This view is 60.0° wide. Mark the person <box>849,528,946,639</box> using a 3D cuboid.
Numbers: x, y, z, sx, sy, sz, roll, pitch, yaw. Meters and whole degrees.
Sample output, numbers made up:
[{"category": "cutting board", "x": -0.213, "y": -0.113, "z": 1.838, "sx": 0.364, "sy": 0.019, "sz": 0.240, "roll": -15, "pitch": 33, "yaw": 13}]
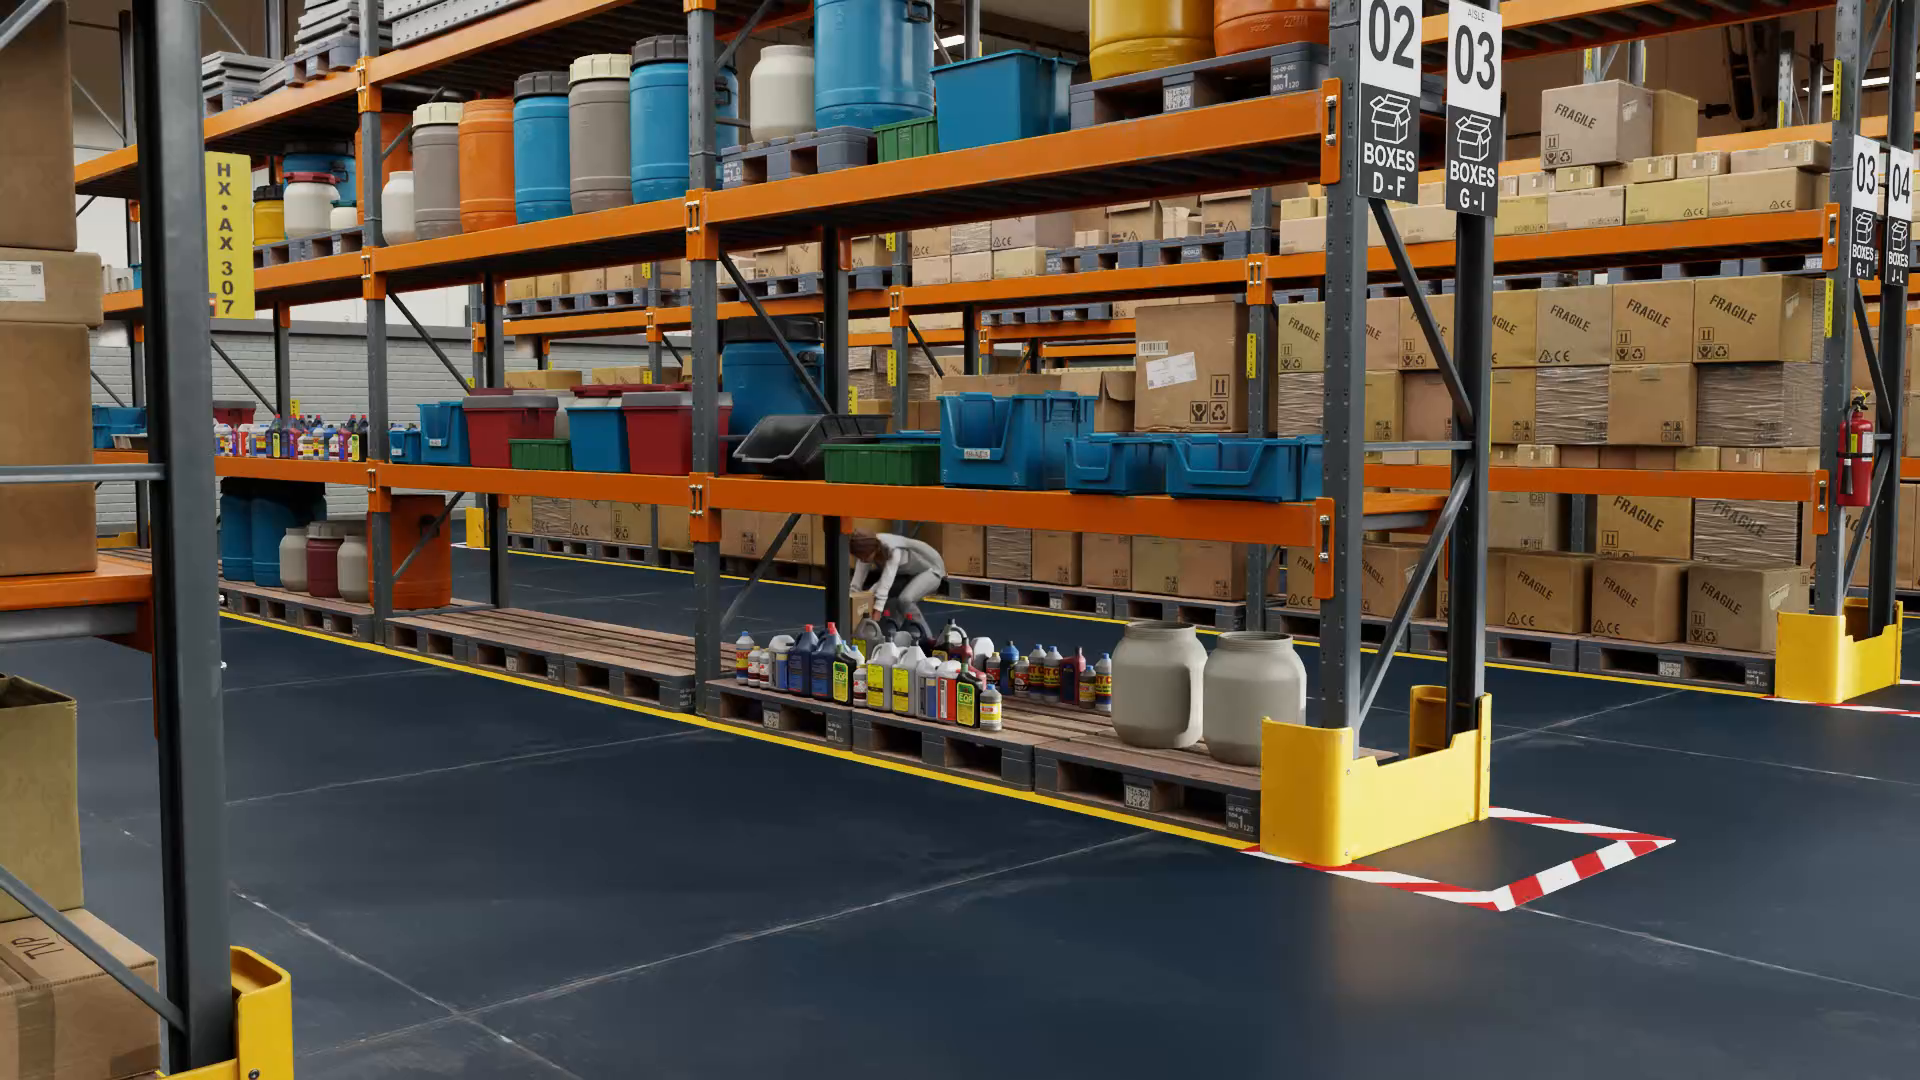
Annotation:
[{"category": "person", "x": -0.447, "y": 0.353, "z": 11.295, "sx": 0.425, "sy": 0.893, "sz": 0.845, "roll": 4, "pitch": 6, "yaw": 44}]
